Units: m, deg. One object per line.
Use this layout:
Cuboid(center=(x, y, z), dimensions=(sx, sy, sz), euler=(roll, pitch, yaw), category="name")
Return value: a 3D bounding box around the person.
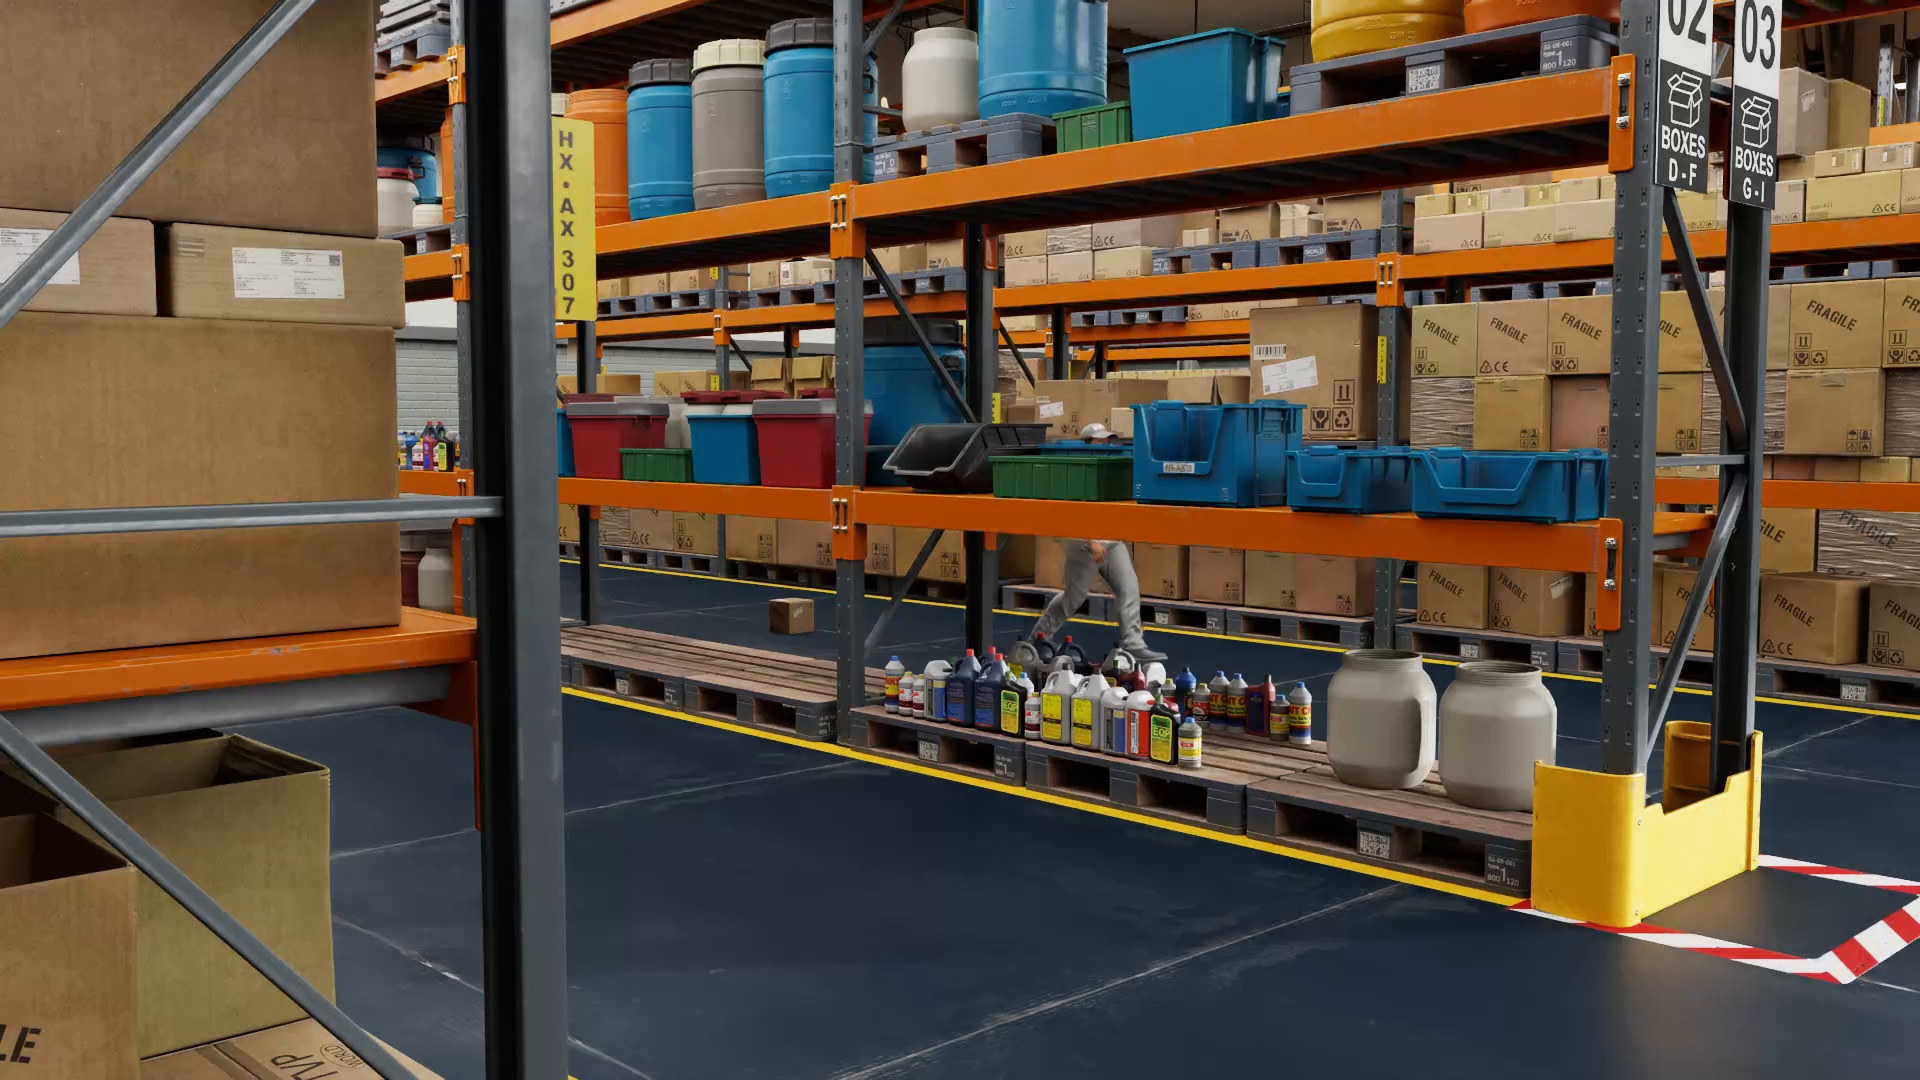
Cuboid(center=(0.915, 0.016, 11.276), dimensions=(0.992, 1.614, 0.511), euler=(3, 5, 37), category="person")
